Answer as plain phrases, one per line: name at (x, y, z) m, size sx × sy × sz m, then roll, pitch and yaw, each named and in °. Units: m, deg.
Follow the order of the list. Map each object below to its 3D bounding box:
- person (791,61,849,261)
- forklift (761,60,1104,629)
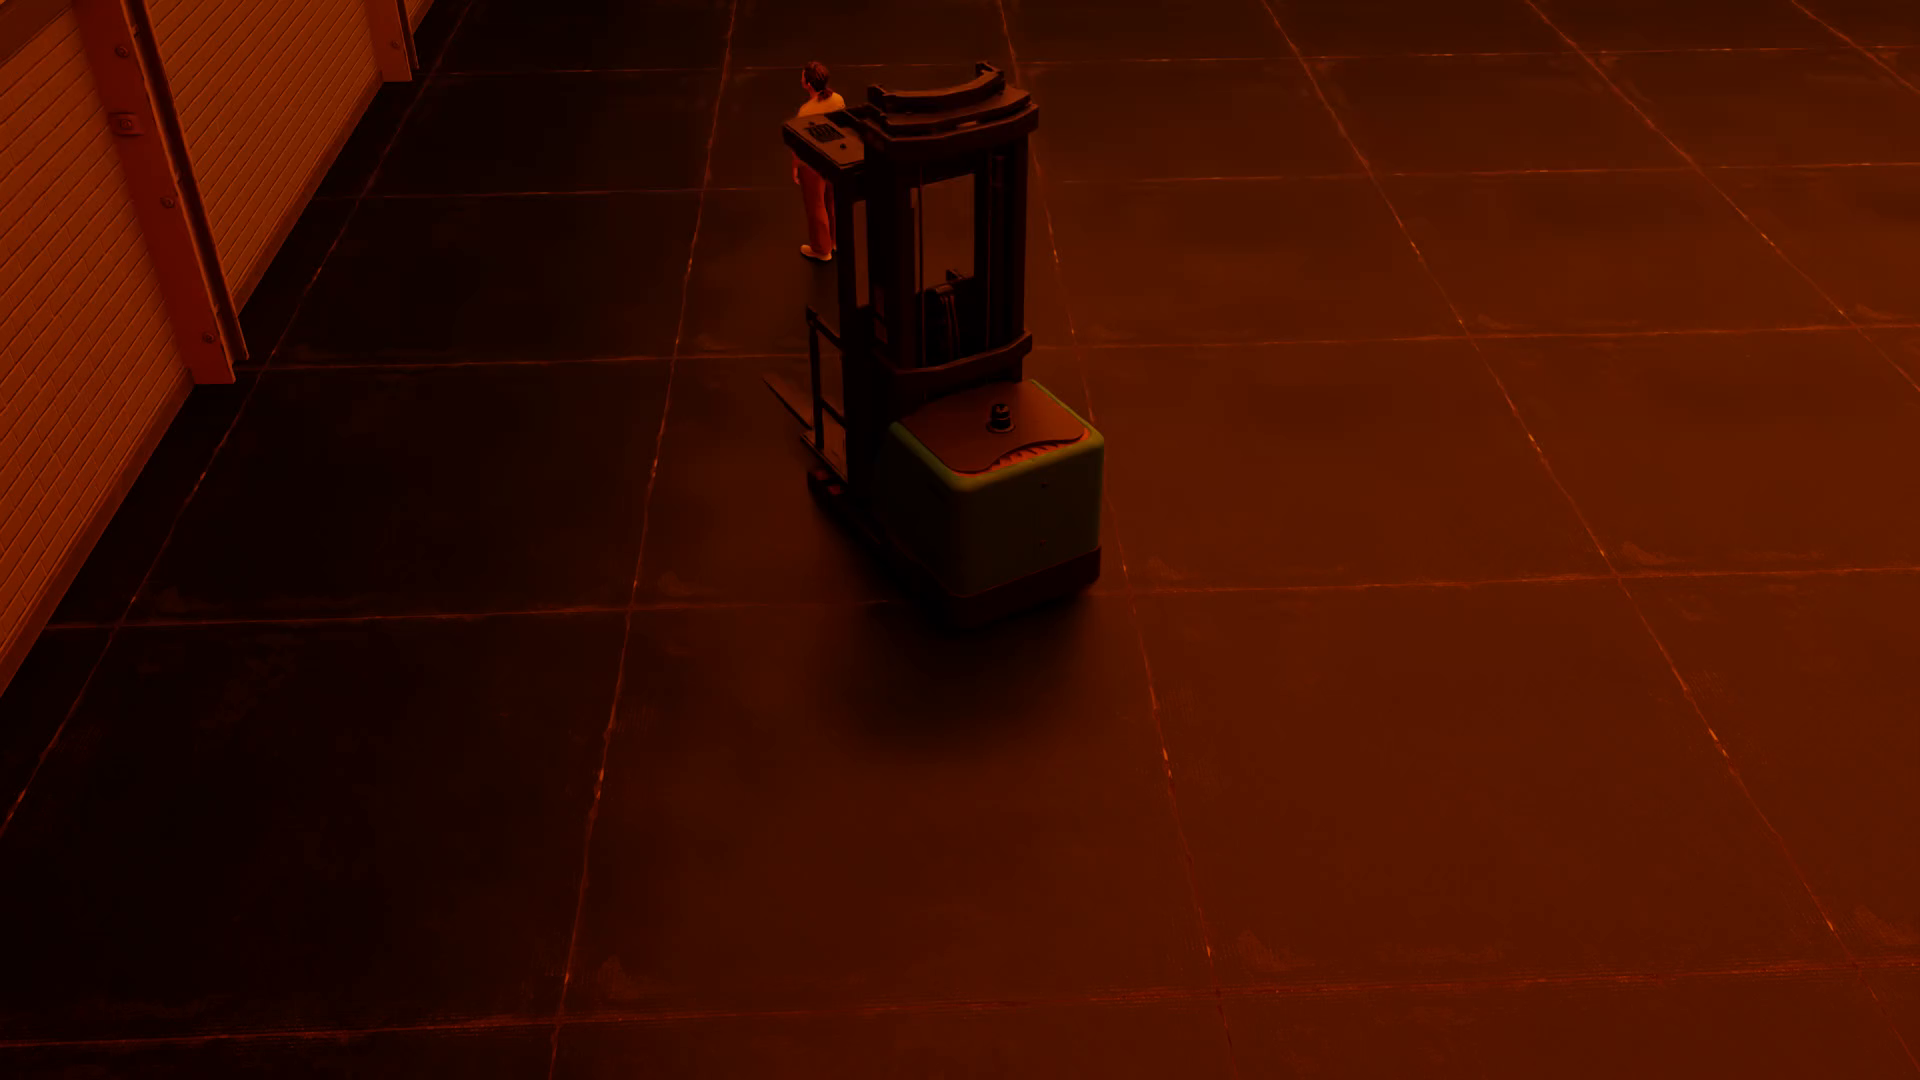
person at (-1.161, -3.020, 13.211) m, size 0.554 × 1.674 × 0.548 m, roll -30°, pitch 46°, yaw -35°
forklift at (-0.341, -1.508, 10.081) m, size 1.130 × 2.935 × 3.031 m, roll -19°, pitch 40°, yaw -24°
